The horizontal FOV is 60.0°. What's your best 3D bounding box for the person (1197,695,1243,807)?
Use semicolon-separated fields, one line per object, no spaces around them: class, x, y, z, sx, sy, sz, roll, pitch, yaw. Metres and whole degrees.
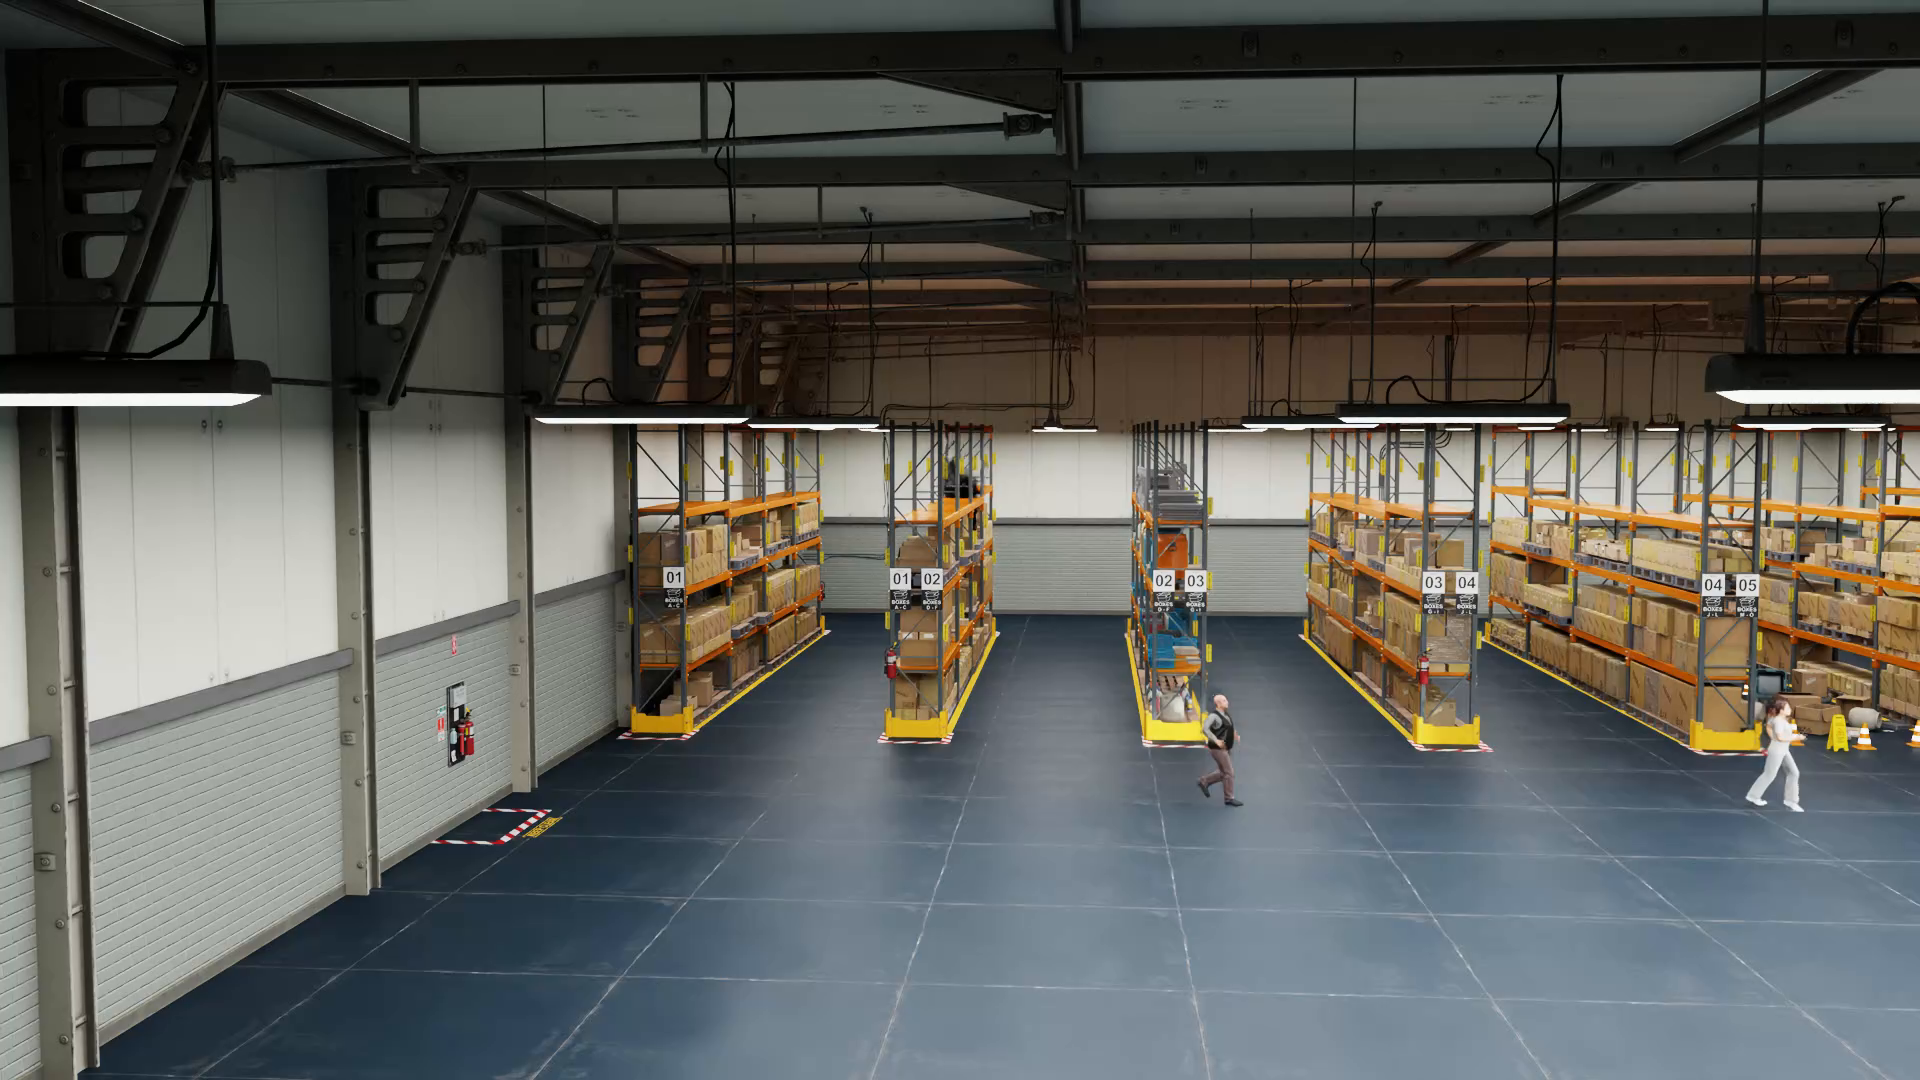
person;4.001;3.237;25.682;0.796;1.707;0.671;2;4;29

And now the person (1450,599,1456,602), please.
person;13.380;2.018;45.529;0.650;1.652;0.543;1;4;21

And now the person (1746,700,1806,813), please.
person;12.448;3.281;25.335;0.825;1.713;0.511;3;5;37

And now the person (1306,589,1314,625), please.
person;10.351;1.816;48.077;0.600;1.720;0.667;1;4;20
